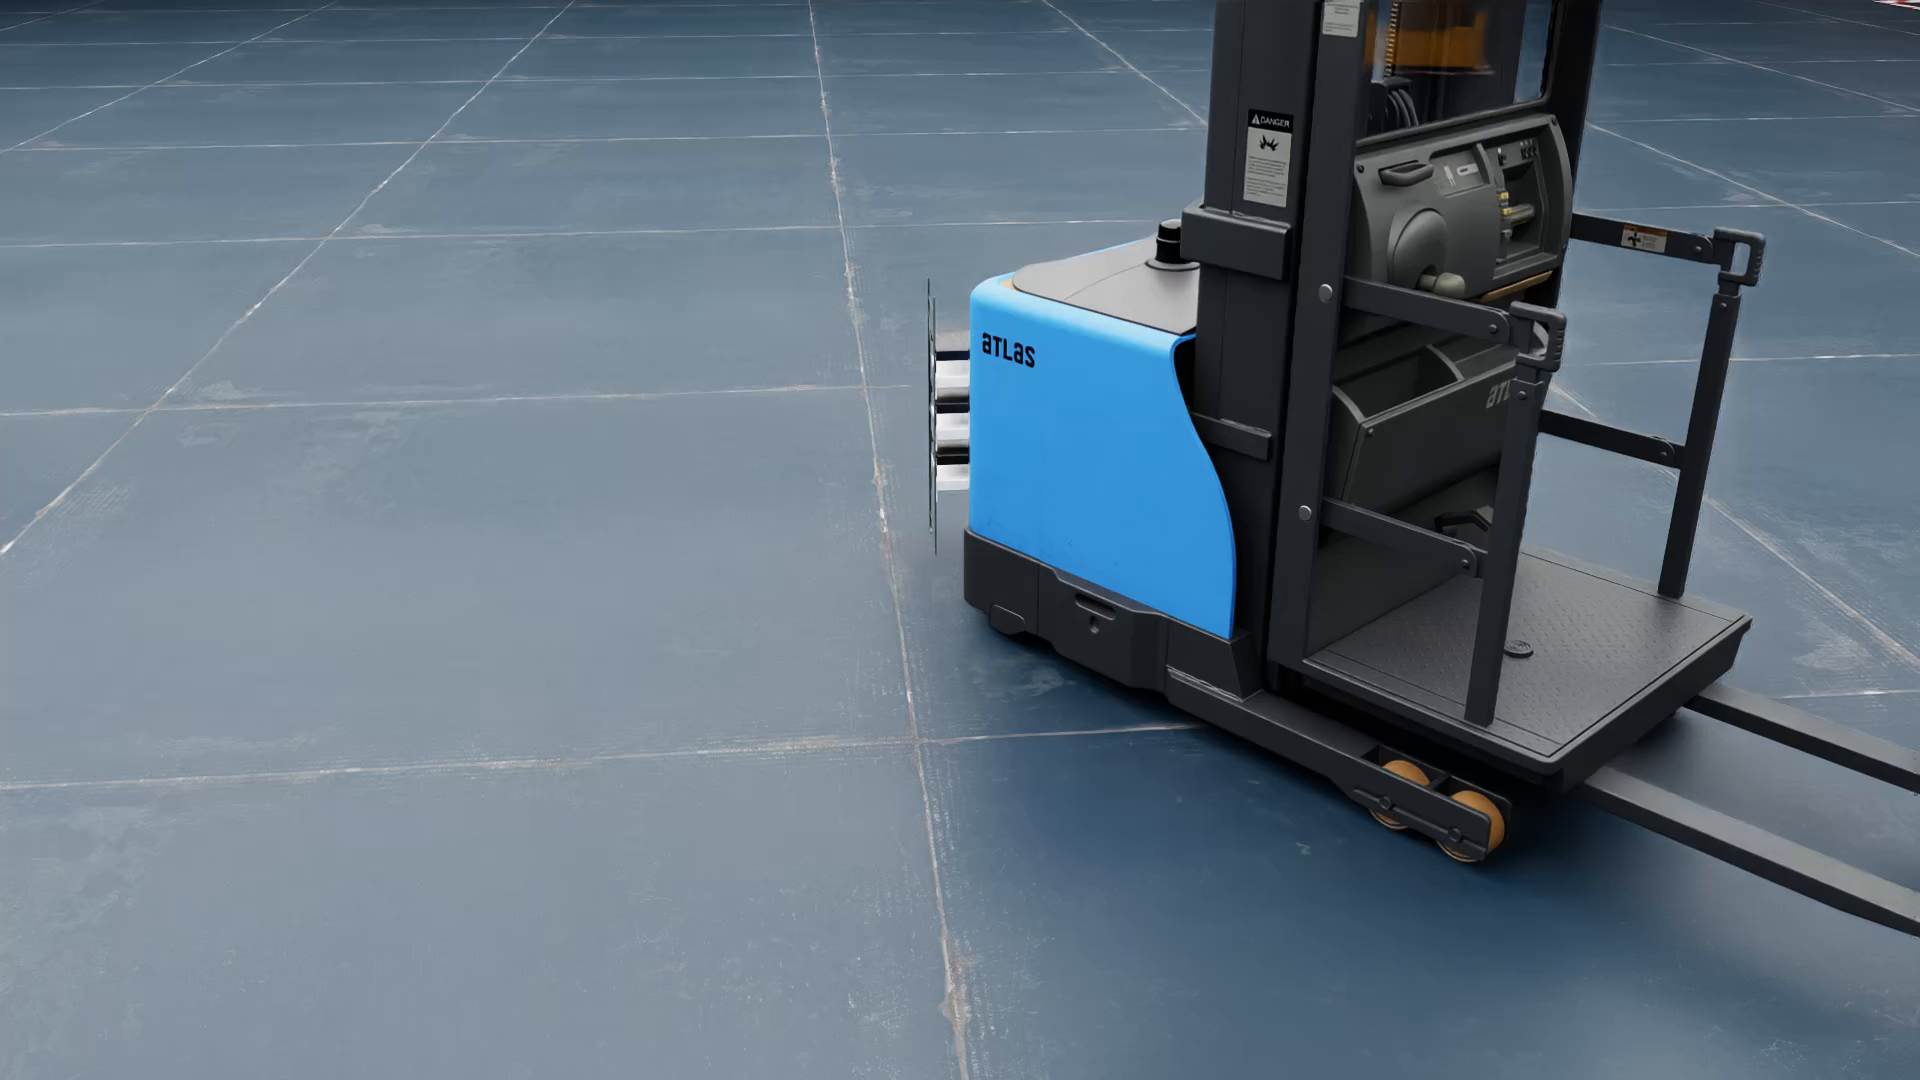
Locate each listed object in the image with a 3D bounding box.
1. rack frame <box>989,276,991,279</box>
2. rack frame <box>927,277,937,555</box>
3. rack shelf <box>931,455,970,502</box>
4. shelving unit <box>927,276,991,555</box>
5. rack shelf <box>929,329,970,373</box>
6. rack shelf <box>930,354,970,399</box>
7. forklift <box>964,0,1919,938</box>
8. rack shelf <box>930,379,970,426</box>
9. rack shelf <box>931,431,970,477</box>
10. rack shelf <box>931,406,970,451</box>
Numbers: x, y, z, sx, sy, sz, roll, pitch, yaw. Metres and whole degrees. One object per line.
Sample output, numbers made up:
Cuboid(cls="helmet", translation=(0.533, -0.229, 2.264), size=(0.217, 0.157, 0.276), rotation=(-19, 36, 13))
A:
Cuboid(cls="rack frame", translation=(0.109, -0.416, 5.577), size=(0.006, 0.900, 0.240), rotation=(-2, 24, -5))
Cuboid(cls="rack frame", translation=(-0.093, -0.407, 5.559), size=(0.006, 0.900, 0.240), rotation=(-2, 24, -5))
Cuboid(cls="rack shelf", translation=(0.008, -0.217, 5.655), size=(0.200, 0.077, 0.258), rotation=(-2, 24, -5))
Cuboid(cls="shelving unit", translation=(0.008, -0.412, 5.568), size=(0.210, 0.900, 0.258), rotation=(-2, 24, -5))
Cuboid(cls="rack shelf", translation=(0.008, -0.628, 5.472), size=(0.200, 0.077, 0.258), rotation=(-2, 24, -5))
Cuboid(cls="rack shelf", translation=(0.008, -0.546, 5.508), size=(0.200, 0.077, 0.258), rotation=(-2, 24, -5))
Cuboid(cls="forklift", translation=(1.392, -0.800, 3.942), size=(1.130, 2.935, 3.031), rotation=(-21, 32, -39))
Cuboid(cls="rack shelf", translation=(0.008, -0.463, 5.545), size=(0.200, 0.077, 0.258), rotation=(-2, 24, -5))
Cuboid(cls="rack shelf", translation=(0.008, -0.299, 5.618), size=(0.200, 0.077, 0.258), rotation=(-2, 24, -5))
Cuboid(cls="rack shelf", translation=(0.008, -0.381, 5.581), size=(0.200, 0.077, 0.258), rotation=(-2, 24, -5))
